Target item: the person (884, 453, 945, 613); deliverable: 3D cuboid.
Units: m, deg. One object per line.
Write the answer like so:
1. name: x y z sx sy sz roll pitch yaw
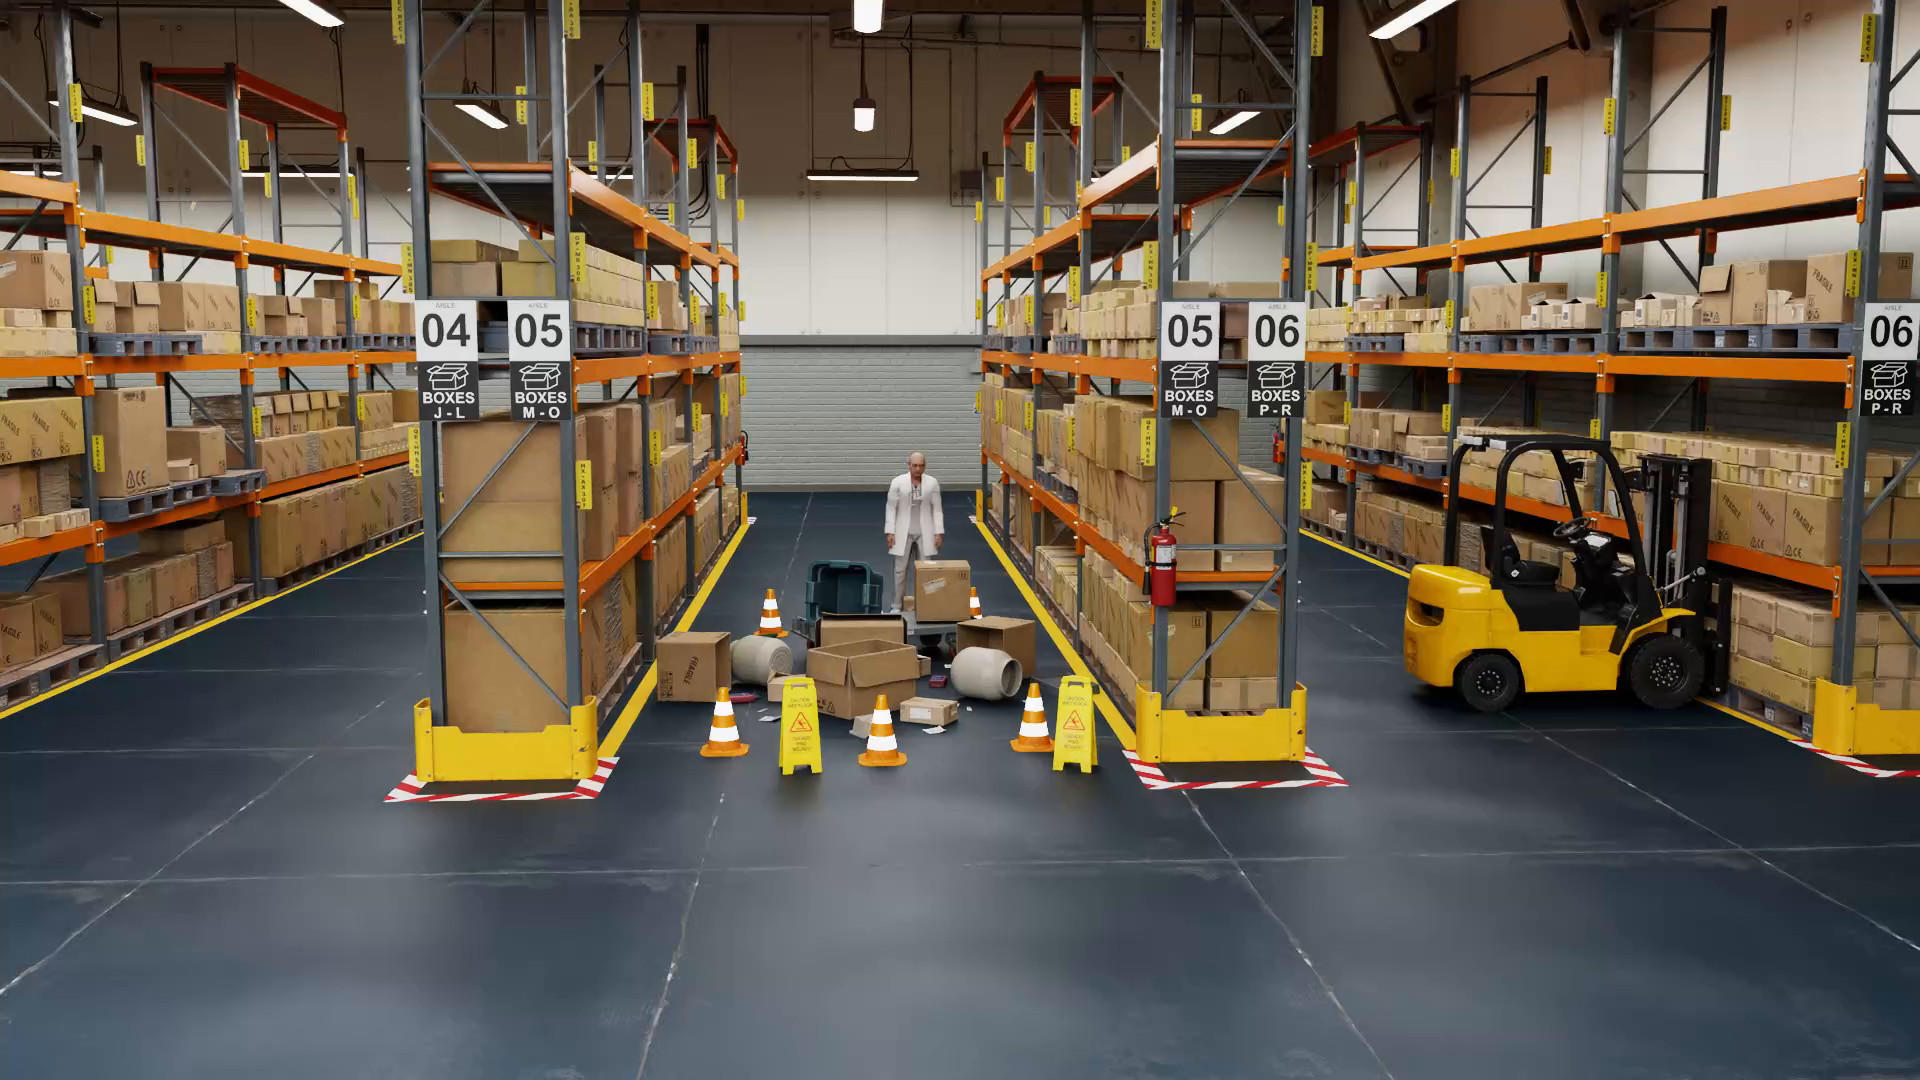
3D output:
1. person: -0.483 -0.049 17.722 0.647 1.772 0.429 -1 7 -7
